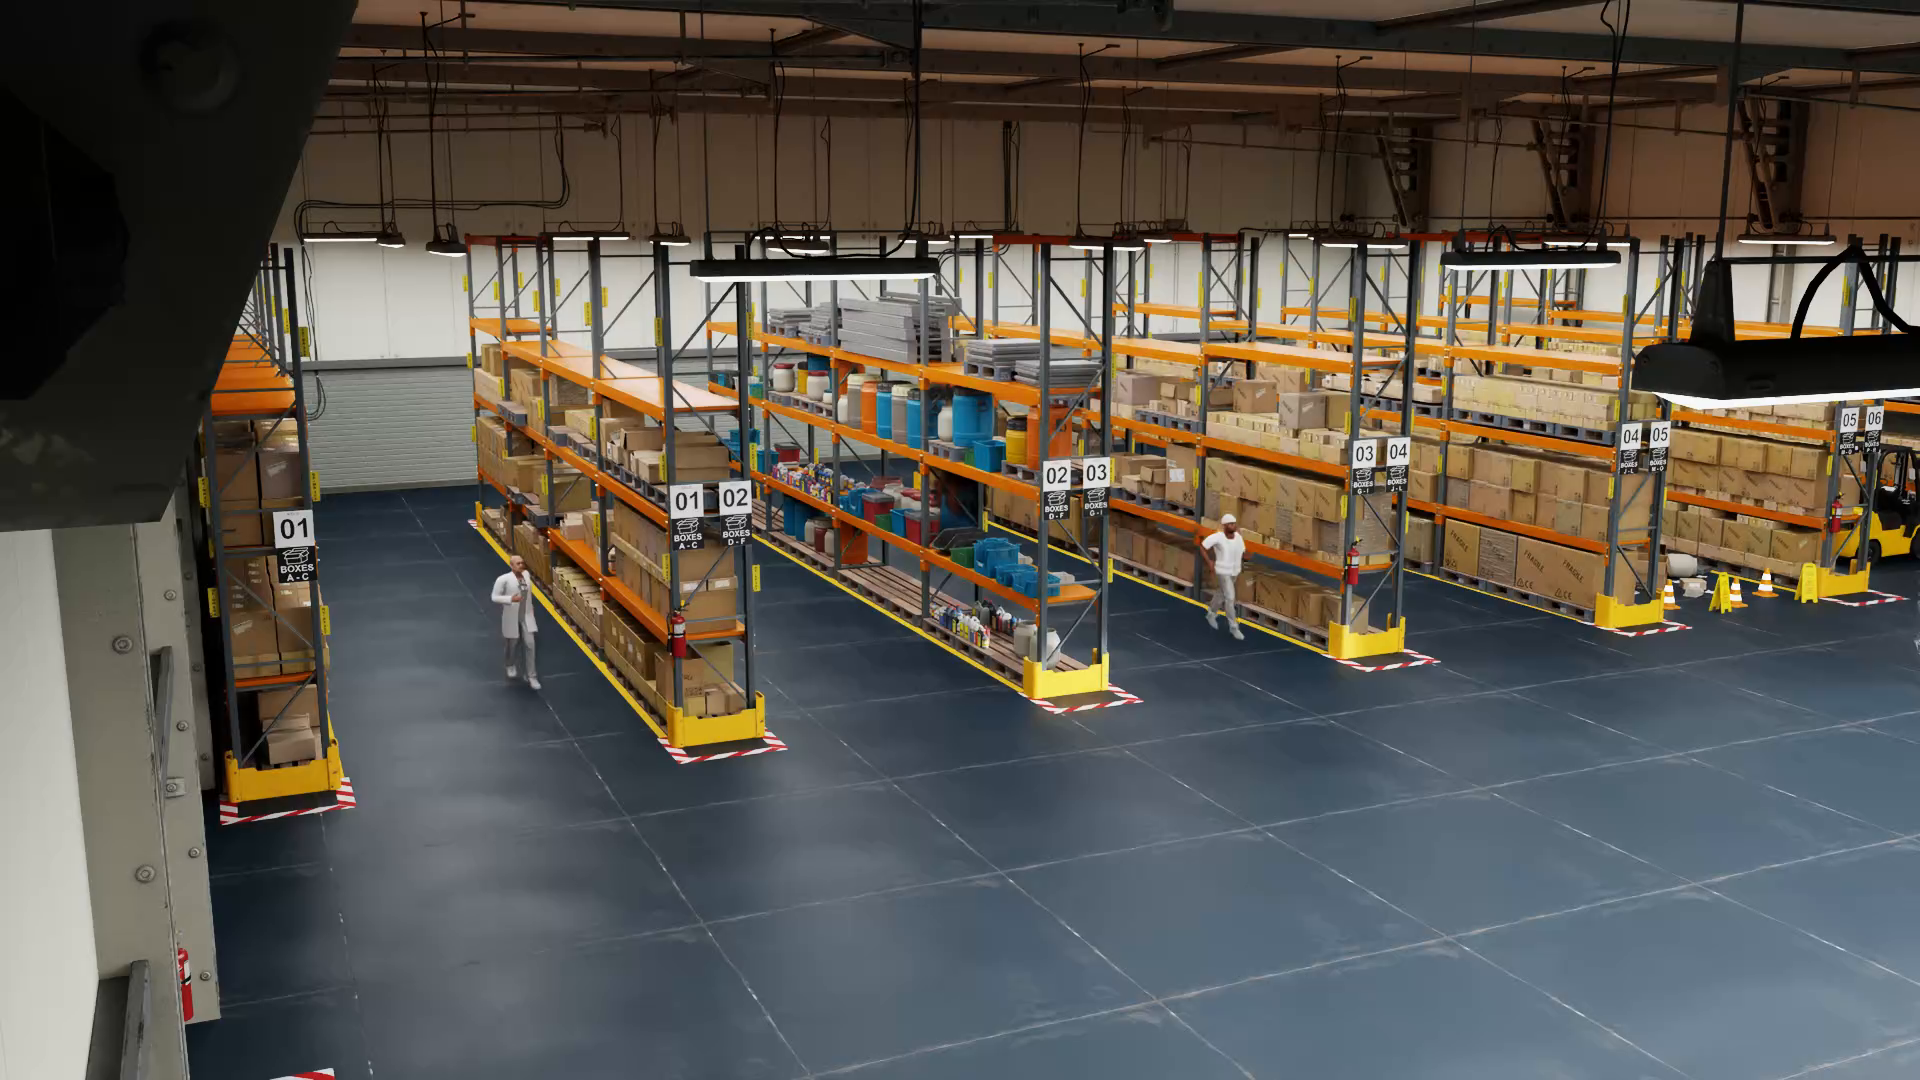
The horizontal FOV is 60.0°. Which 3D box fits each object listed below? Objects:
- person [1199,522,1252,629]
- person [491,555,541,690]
[{"bbox_3d":[3.947,0.459,24.685,0.690,1.637,0.810,-8,13,-35],"label":"person"},{"bbox_3d":[-6.095,1.144,22.787,0.676,1.734,0.957,-9,14,-38],"label":"person"}]
